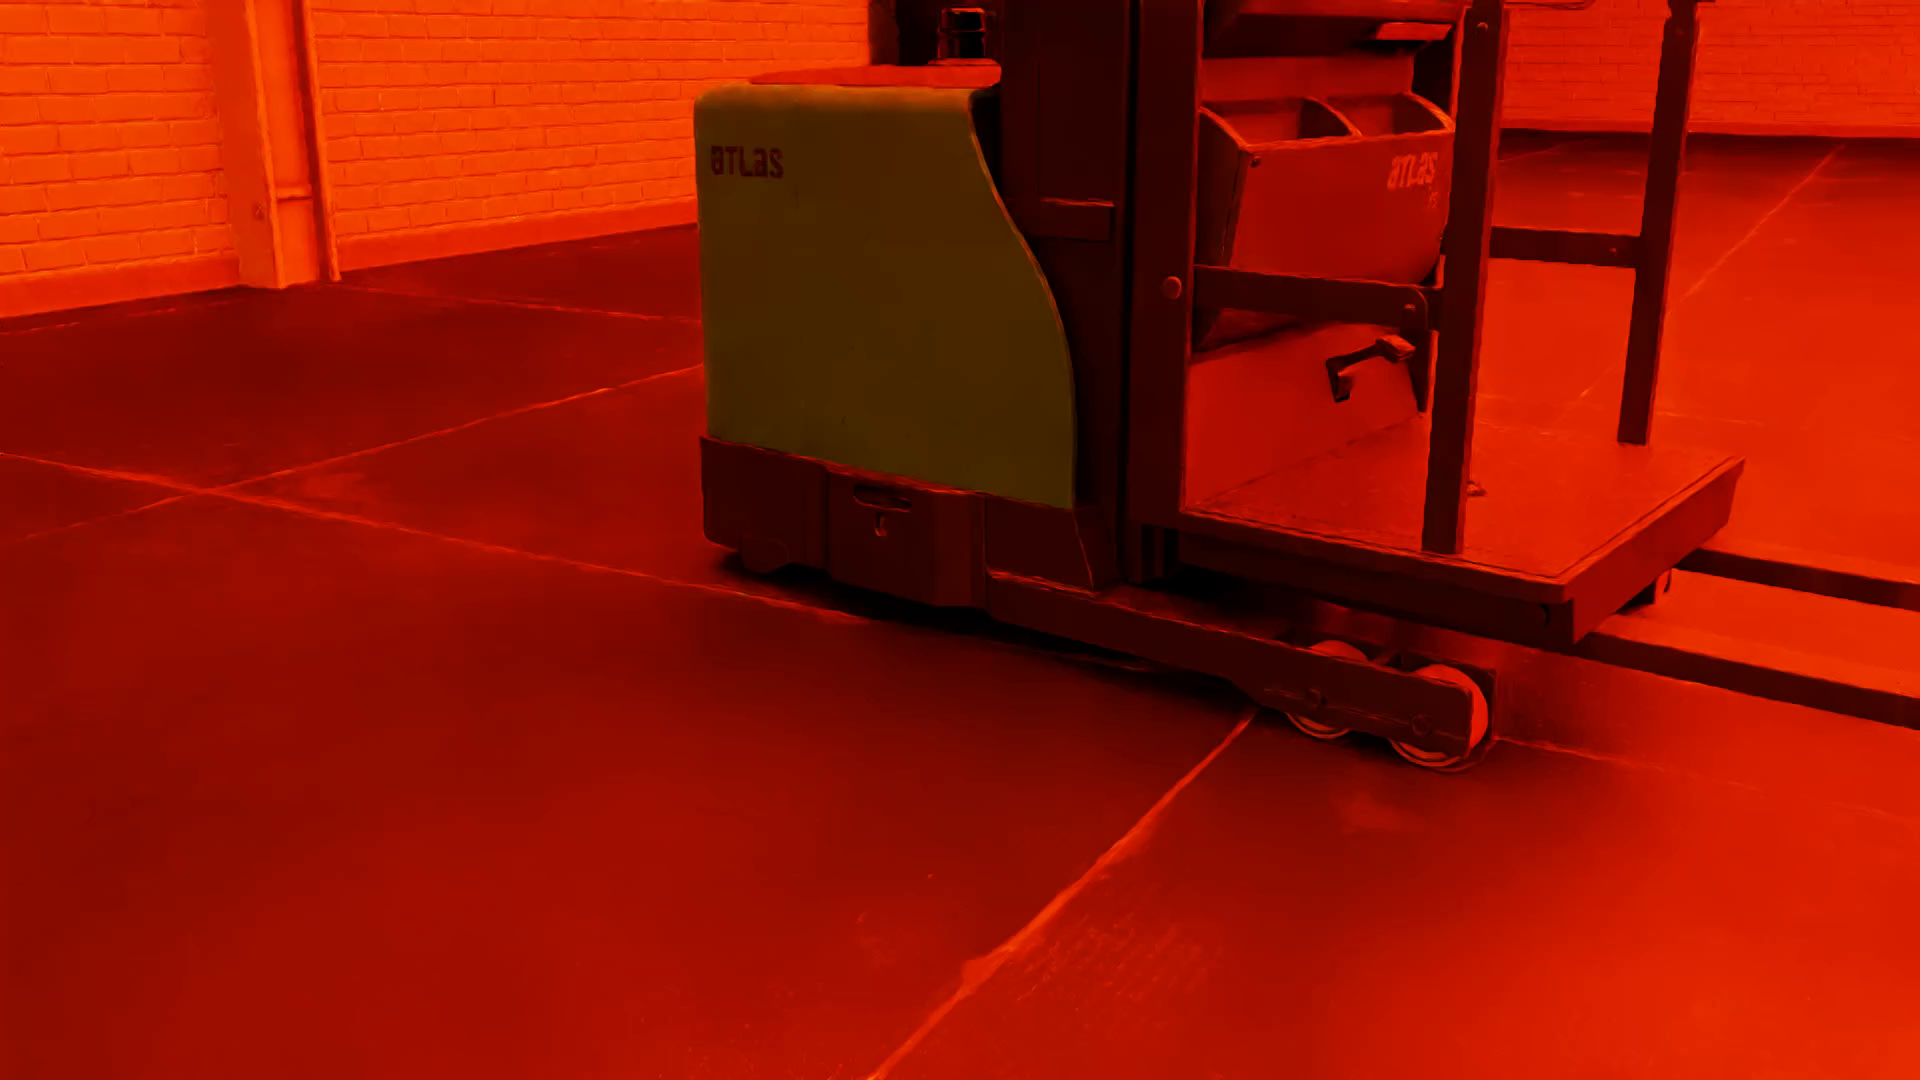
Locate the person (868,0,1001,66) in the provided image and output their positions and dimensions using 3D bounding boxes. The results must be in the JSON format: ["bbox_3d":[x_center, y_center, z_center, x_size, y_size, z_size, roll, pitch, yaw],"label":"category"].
[{"bbox_3d":[0.105,-0.927,4.247,0.685,1.666,0.903,2,17,7],"label":"person"}]

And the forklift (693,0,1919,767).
[{"bbox_3d":[0.881,-1.198,2.921,3.031,2.935,1.130,13,21,36],"label":"forklift"}]
